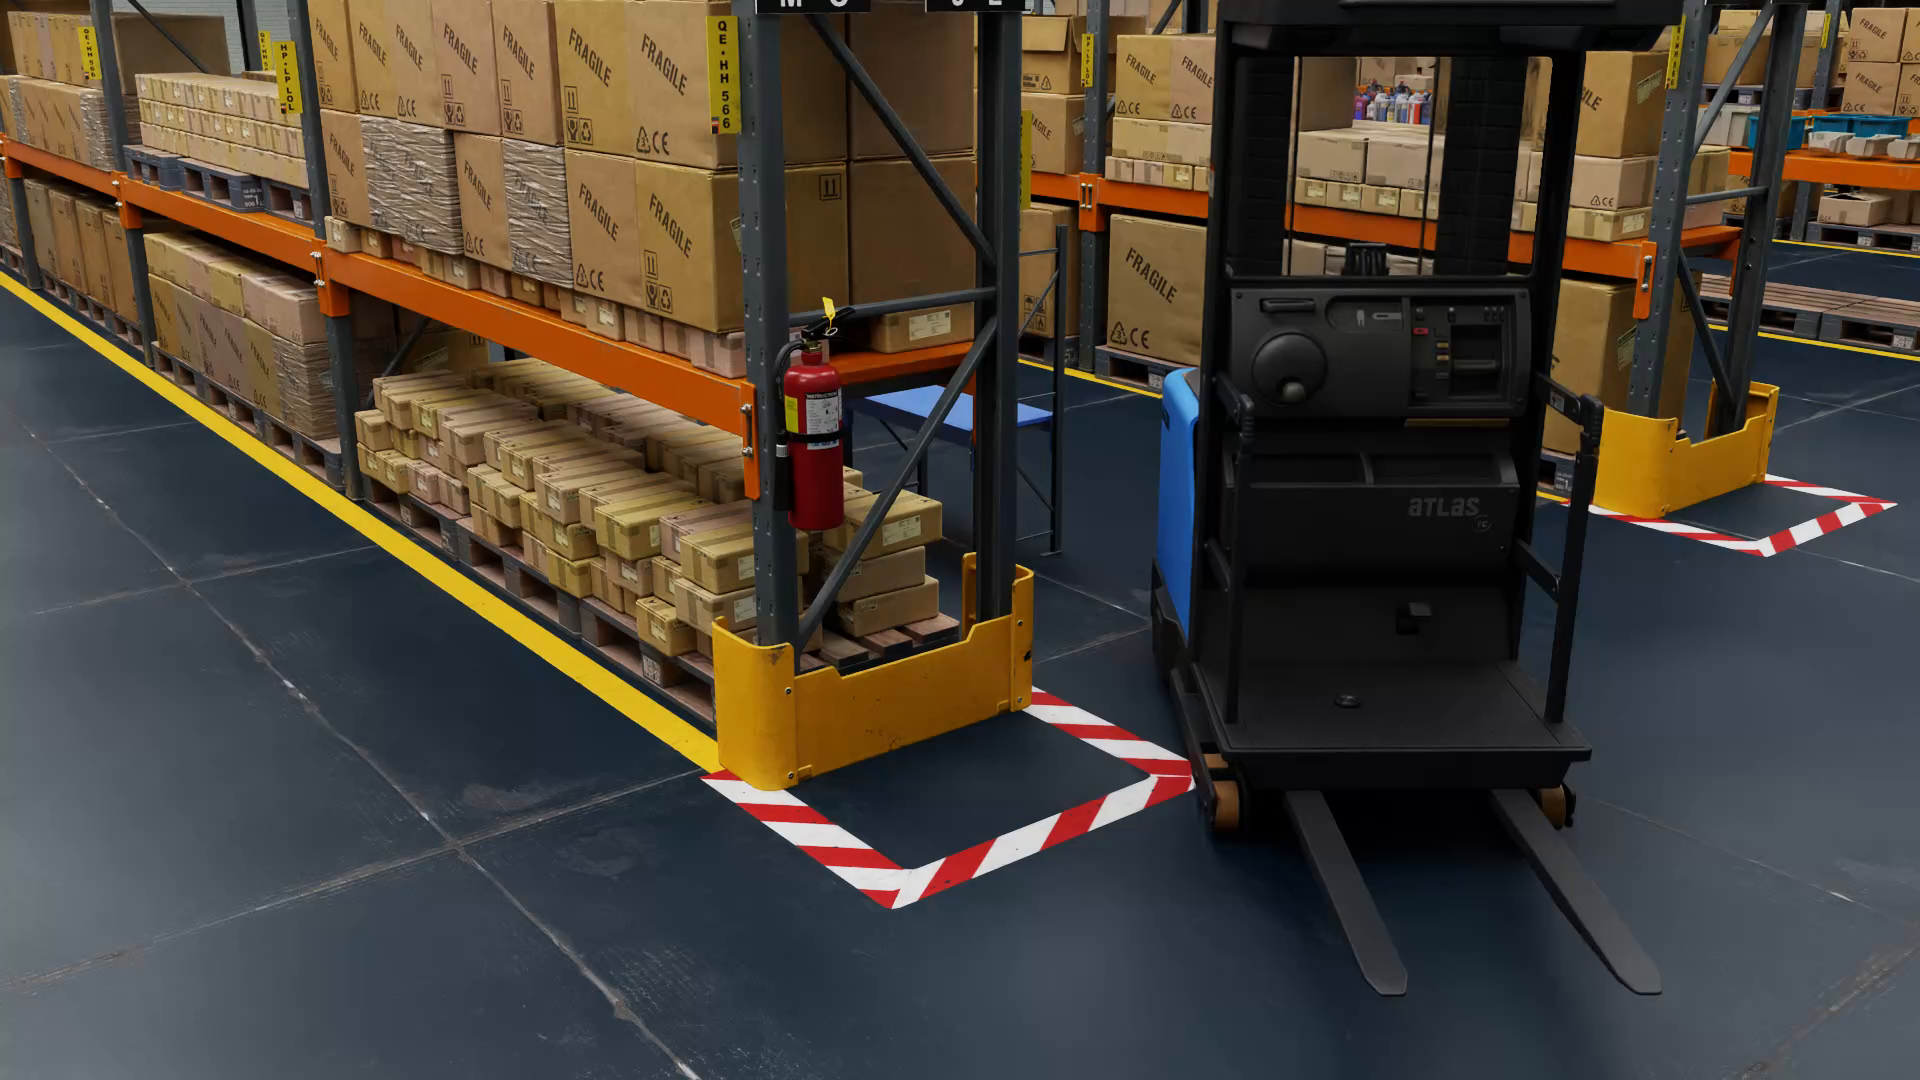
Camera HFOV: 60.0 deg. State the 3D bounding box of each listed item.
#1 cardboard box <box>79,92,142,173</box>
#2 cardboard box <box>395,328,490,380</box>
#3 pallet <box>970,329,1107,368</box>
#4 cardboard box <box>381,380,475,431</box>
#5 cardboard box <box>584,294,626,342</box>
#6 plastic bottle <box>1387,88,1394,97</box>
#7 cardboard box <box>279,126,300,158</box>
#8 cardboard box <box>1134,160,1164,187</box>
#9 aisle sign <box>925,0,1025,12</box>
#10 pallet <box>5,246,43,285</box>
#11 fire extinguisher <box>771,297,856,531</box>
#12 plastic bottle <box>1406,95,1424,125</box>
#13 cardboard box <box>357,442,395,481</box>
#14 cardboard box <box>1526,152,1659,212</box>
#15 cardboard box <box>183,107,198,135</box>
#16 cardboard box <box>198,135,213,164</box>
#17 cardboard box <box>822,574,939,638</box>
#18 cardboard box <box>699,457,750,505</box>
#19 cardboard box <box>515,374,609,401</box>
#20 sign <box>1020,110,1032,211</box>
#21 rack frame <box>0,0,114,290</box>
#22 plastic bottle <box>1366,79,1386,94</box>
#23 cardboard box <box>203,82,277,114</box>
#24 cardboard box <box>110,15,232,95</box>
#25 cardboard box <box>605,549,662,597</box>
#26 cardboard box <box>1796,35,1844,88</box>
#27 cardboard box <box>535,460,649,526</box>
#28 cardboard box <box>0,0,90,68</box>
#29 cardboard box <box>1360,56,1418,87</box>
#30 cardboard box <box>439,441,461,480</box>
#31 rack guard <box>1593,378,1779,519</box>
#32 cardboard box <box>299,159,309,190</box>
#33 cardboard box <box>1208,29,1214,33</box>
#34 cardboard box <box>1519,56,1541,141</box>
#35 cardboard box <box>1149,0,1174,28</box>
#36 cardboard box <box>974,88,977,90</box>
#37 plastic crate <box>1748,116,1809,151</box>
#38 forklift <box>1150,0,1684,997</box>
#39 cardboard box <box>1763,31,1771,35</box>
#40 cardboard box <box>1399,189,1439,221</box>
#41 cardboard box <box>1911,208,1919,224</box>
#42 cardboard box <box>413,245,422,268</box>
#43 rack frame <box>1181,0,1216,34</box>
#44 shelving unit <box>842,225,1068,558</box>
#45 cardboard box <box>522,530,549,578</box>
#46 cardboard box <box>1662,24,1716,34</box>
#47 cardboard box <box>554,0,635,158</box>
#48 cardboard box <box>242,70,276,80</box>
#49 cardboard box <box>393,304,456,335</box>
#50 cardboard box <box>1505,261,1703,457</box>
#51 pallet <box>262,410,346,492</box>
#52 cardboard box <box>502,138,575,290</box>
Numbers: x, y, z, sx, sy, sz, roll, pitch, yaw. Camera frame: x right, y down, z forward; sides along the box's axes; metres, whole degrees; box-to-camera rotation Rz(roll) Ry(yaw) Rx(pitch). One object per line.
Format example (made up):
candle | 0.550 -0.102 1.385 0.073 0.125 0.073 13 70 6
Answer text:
cardboard box | -5.687 -2.814 11.431 0.500 0.500 0.500 -14 23 -36
cardboard box | -2.964 -0.969 9.326 0.500 0.500 0.500 -13 22 -34
pallet | 0.700 -1.517 12.109 1.003 0.211 1.213 -14 23 -36
cardboard box | -2.537 -0.646 7.963 0.380 0.149 0.250 -13 22 -33
cardboard box | -1.123 -0.829 5.993 0.380 0.149 0.250 -13 22 -35
plastic bottle | 4.082 -4.174 15.883 0.061 0.283 0.133 -14 23 -36
cardboard box | -3.279 -2.068 8.595 0.380 0.149 0.250 -14 23 -36
cardboard box | 1.324 -2.344 10.569 0.380 0.149 0.250 -15 23 -38
aisle sign | 0.051 -2.012 5.030 0.394 0.787 0.004 -14 23 -36
pallet | -8.091 -2.573 15.296 1.003 0.211 1.213 -14 23 -36
fire extinguisher | -0.435 -0.371 4.928 0.296 0.674 0.183 -14 23 -36
plastic bottle | 4.082 -3.822 14.830 0.152 0.276 0.135 -14 23 -36
cardboard box | -2.739 -0.416 8.215 0.380 0.149 0.250 -15 24 -38
cardboard box | 3.212 -1.818 8.346 0.500 0.250 0.500 -14 23 -37
cardboard box | -4.405 -2.516 9.947 0.380 0.149 0.250 -14 23 -36
cardboard box | -4.252 -2.312 9.806 0.380 0.149 0.250 -14 23 -35
cardboard box | -0.304 0.225 6.277 0.380 0.149 0.250 -13 23 -35
cardboard box | -0.829 -0.237 6.728 0.380 0.149 0.250 -15 24 -39
cardboard box | -1.938 -0.699 8.122 0.380 0.149 0.250 -14 23 -37
sign | 0.196 -1.254 5.500 0.100 0.325 0.005 -14 23 -36
rack frame | -7.680 -3.694 14.246 1.000 3.000 0.127 -14 23 -36
plastic bottle | 3.998 -4.249 16.002 0.144 0.351 0.185 -14 23 -36
cardboard box | -4.092 -2.533 9.526 0.380 0.149 0.250 -14 23 -37
cardboard box | -5.467 -3.343 11.437 0.700 0.500 0.500 -14 23 -36
cardboard box | -1.105 0.074 6.262 0.380 0.149 0.250 -15 24 -38
cardboard box | 8.887 -5.005 17.380 0.500 0.500 0.700 11 21 30
cardboard box | -1.450 -0.190 6.585 0.380 0.149 0.250 -13 22 -34
cardboard box | -7.882 -4.375 14.348 0.875 0.550 0.550 -14 23 -36
cardboard box | 5.468 -6.042 21.177 0.500 0.500 0.500 -16 24 -39
cardboard box | -2.166 -0.393 7.672 0.380 0.149 0.250 -15 24 -39
rack guard | 3.736 -0.488 8.540 1.175 0.500 0.348 -14 23 -36
cardboard box | -3.115 -1.862 8.445 0.380 0.149 0.250 -15 23 -37
cardboard box | 3.550 -7.011 23.074 0.380 0.149 0.250 -15 23 -37
cardboard box | 3.325 -2.400 8.912 0.500 0.500 0.500 -15 23 -37
cardboard box | 3.133 -7.589 23.786 0.700 0.500 0.500 -14 23 -36
cardboard box | 0.102 -3.026 12.070 0.500 0.500 0.500 -14 23 -37
plastic crate | 6.128 -3.052 12.478 0.416 0.233 0.300 -14 23 -36
forklift | 1.310 -0.585 4.967 1.130 2.935 3.031 0 18 -1
cardboard box | 10.822 -6.449 21.903 0.500 0.500 0.500 -13 22 -34
cardboard box | 2.607 -1.836 9.034 0.380 0.149 0.250 -15 23 -37
cardboard box | 9.862 -3.288 16.856 0.380 0.149 0.250 -14 23 -36
cardboard box | -2.204 -1.297 7.407 0.380 0.149 0.250 -15 24 -38
rack frame | 2.637 -4.618 17.037 1.000 3.000 0.127 -14 23 -36
shelving unit | -0.053 -0.733 7.690 0.538 1.500 1.048 -14 23 -36
cardboard box | -1.580 0.022 6.890 0.380 0.149 0.250 -13 23 -35
cardboard box | 10.103 -6.922 23.136 0.500 0.500 0.700 17 25 42
cardboard box | -1.023 -1.589 5.668 0.500 0.500 0.500 -15 23 -38
cardboard box | -4.533 -3.039 11.055 0.380 0.149 0.250 -15 24 -38
cardboard box | -2.965 -1.325 9.208 0.500 0.250 0.500 -15 24 -38
cardboard box | 3.261 -1.013 8.862 0.875 0.875 0.875 -14 23 -36
pallet | -3.198 -0.590 9.310 1.003 0.211 1.213 -14 23 -36
cardboard box | -1.348 -1.237 6.194 0.500 0.500 0.500 -14 23 -36
